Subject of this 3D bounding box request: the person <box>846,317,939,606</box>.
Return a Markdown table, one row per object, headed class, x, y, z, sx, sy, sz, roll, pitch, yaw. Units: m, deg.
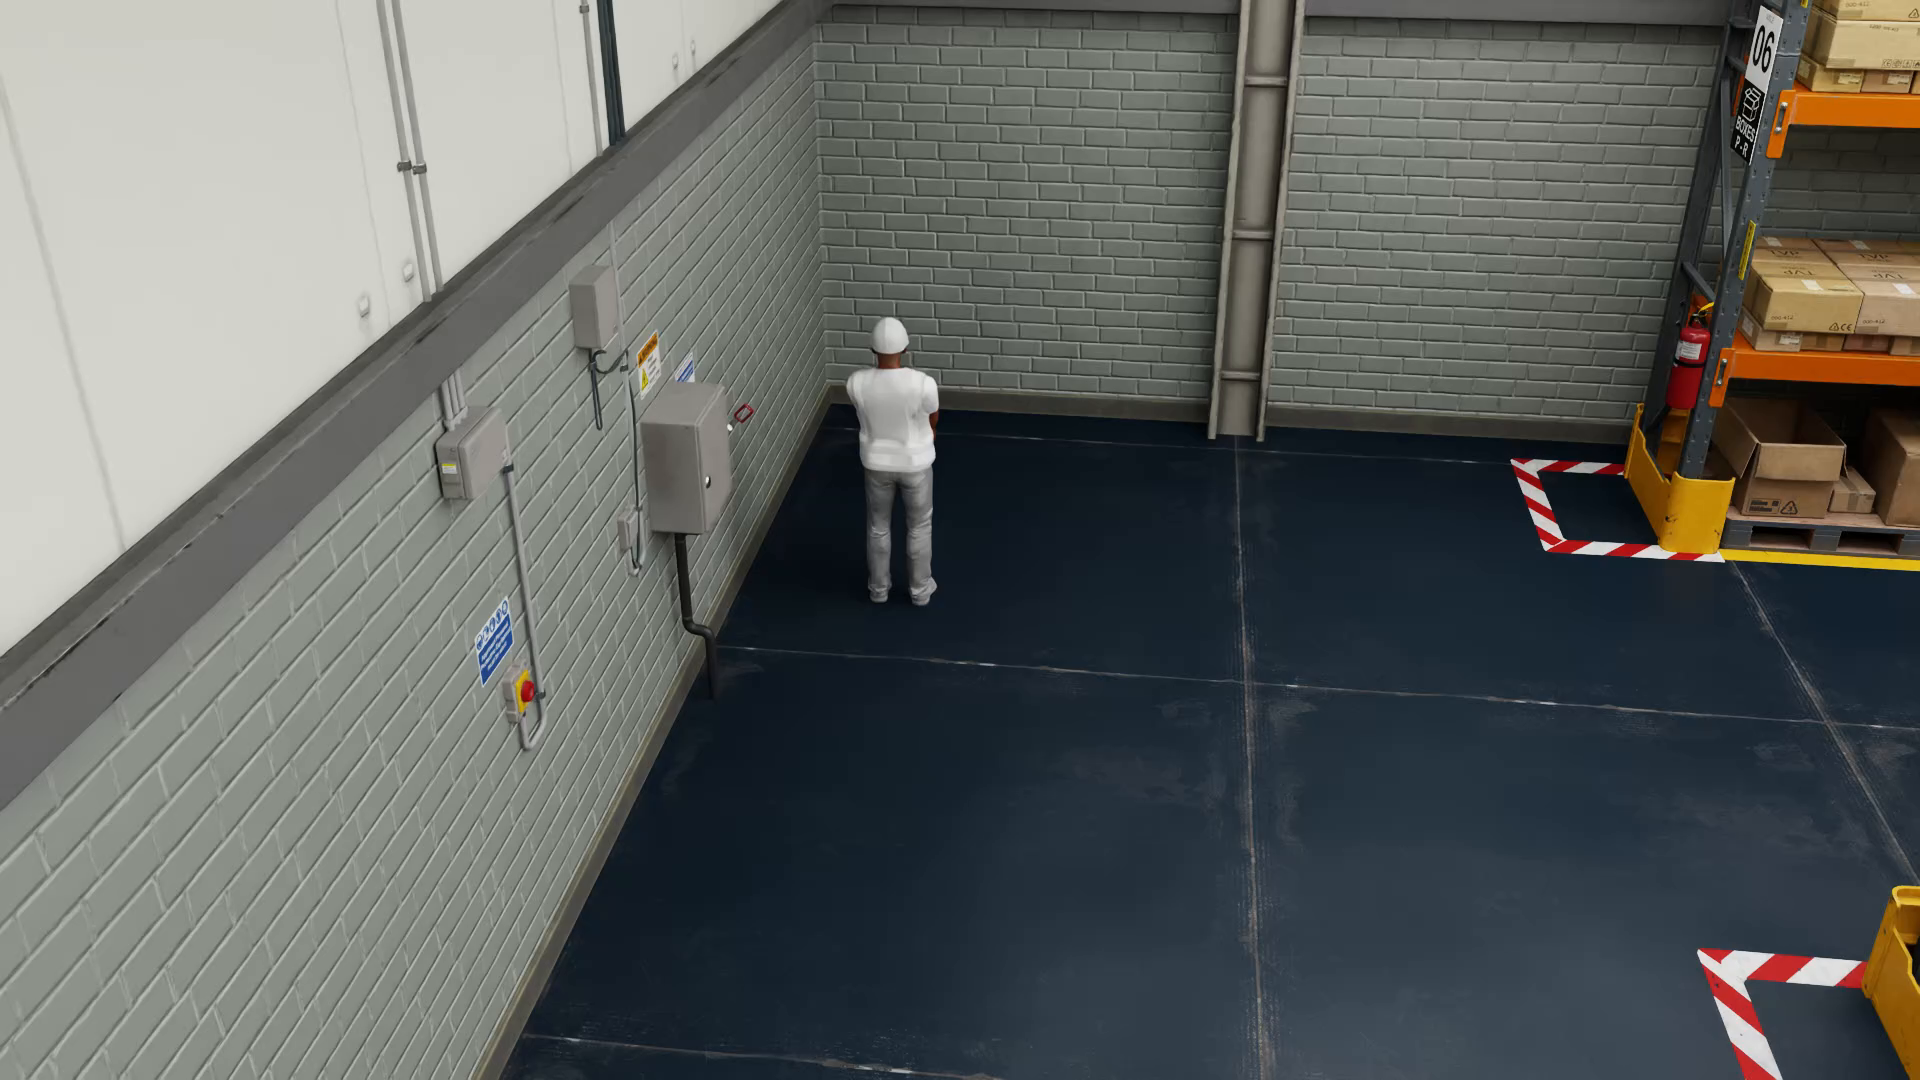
| class | x | y | z | sx | sy | sz | roll | pitch | yaw |
| --- | --- | --- | --- | --- | --- | --- | --- | --- | --- |
| person | -0.354 | -0.488 | 9.512 | 0.504 | 1.760 | 0.585 | 4 | 28 | 7 |
